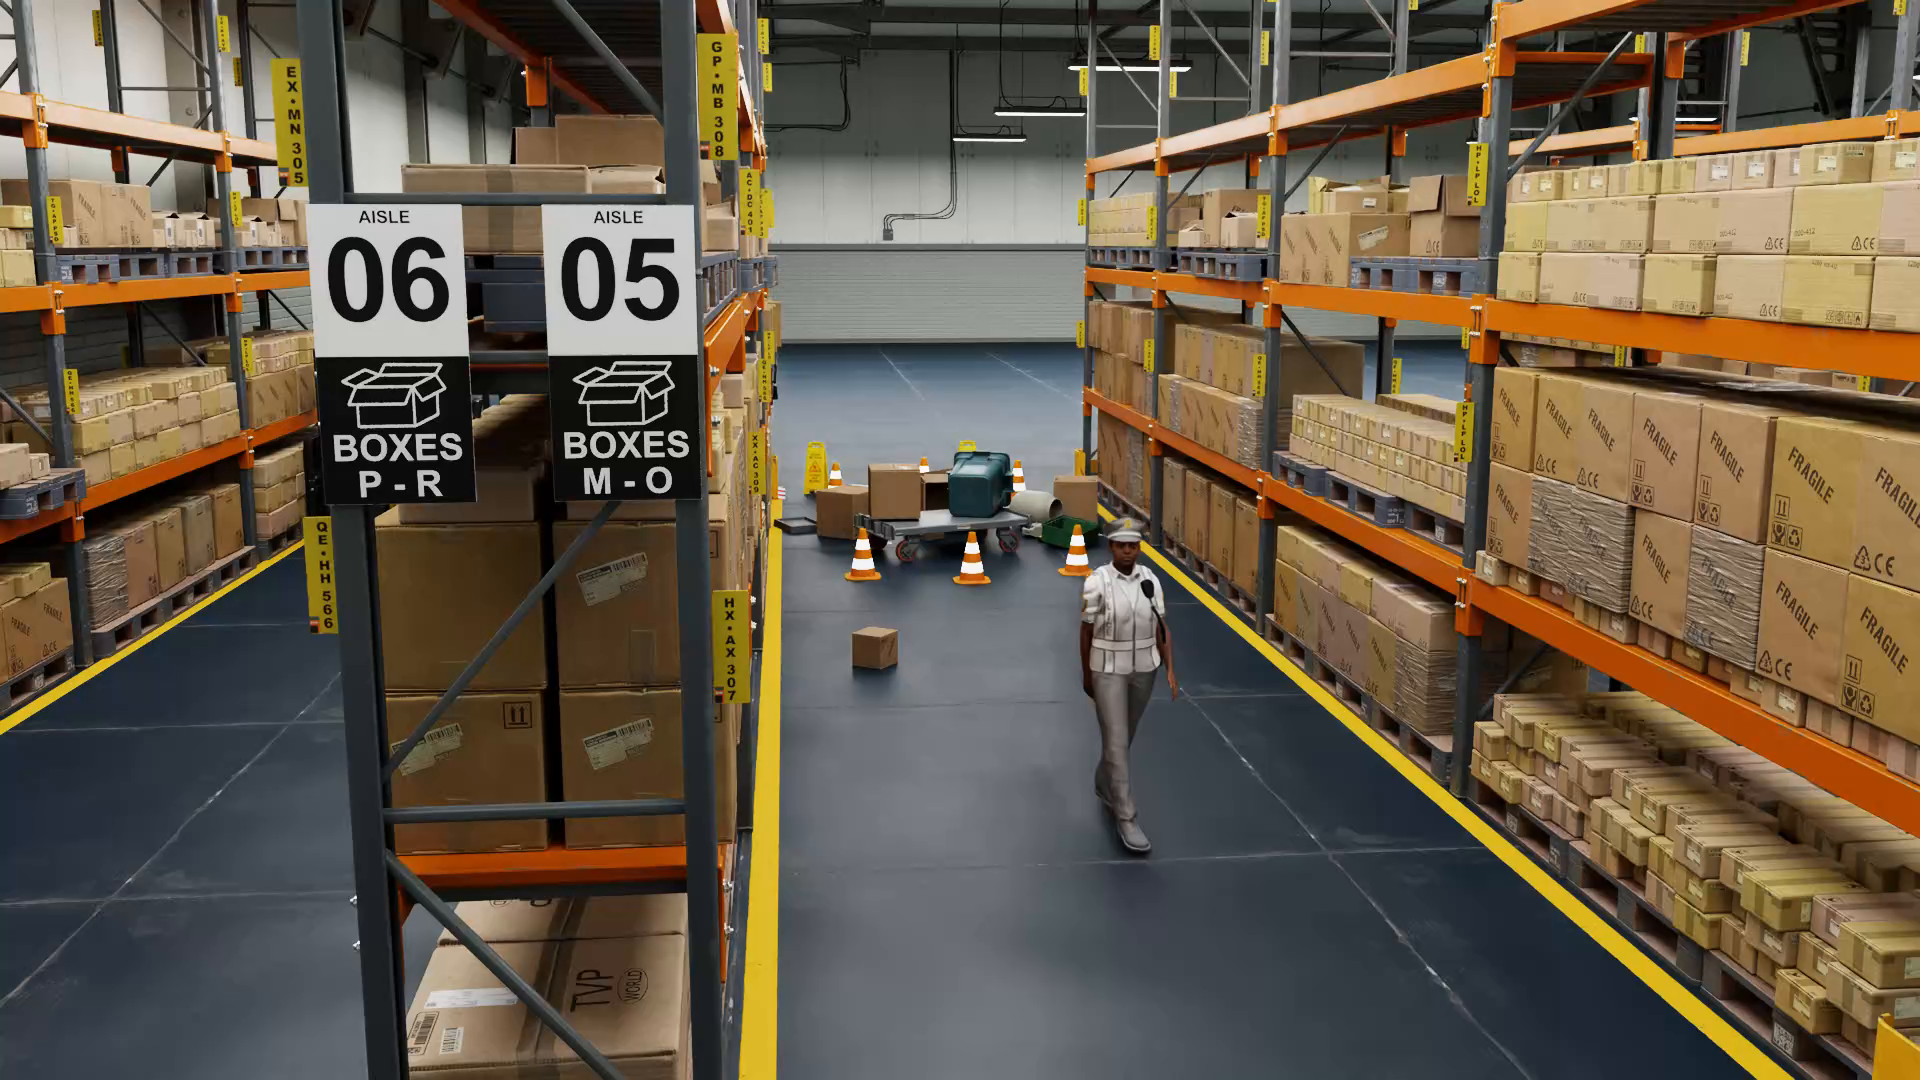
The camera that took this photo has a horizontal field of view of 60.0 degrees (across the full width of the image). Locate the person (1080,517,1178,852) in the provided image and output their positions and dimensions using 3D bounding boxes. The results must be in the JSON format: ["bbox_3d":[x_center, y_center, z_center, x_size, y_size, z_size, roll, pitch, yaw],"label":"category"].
[{"bbox_3d":[0.918,0.701,8.798,0.449,1.650,0.920,-3,11,-19],"label":"person"}]
